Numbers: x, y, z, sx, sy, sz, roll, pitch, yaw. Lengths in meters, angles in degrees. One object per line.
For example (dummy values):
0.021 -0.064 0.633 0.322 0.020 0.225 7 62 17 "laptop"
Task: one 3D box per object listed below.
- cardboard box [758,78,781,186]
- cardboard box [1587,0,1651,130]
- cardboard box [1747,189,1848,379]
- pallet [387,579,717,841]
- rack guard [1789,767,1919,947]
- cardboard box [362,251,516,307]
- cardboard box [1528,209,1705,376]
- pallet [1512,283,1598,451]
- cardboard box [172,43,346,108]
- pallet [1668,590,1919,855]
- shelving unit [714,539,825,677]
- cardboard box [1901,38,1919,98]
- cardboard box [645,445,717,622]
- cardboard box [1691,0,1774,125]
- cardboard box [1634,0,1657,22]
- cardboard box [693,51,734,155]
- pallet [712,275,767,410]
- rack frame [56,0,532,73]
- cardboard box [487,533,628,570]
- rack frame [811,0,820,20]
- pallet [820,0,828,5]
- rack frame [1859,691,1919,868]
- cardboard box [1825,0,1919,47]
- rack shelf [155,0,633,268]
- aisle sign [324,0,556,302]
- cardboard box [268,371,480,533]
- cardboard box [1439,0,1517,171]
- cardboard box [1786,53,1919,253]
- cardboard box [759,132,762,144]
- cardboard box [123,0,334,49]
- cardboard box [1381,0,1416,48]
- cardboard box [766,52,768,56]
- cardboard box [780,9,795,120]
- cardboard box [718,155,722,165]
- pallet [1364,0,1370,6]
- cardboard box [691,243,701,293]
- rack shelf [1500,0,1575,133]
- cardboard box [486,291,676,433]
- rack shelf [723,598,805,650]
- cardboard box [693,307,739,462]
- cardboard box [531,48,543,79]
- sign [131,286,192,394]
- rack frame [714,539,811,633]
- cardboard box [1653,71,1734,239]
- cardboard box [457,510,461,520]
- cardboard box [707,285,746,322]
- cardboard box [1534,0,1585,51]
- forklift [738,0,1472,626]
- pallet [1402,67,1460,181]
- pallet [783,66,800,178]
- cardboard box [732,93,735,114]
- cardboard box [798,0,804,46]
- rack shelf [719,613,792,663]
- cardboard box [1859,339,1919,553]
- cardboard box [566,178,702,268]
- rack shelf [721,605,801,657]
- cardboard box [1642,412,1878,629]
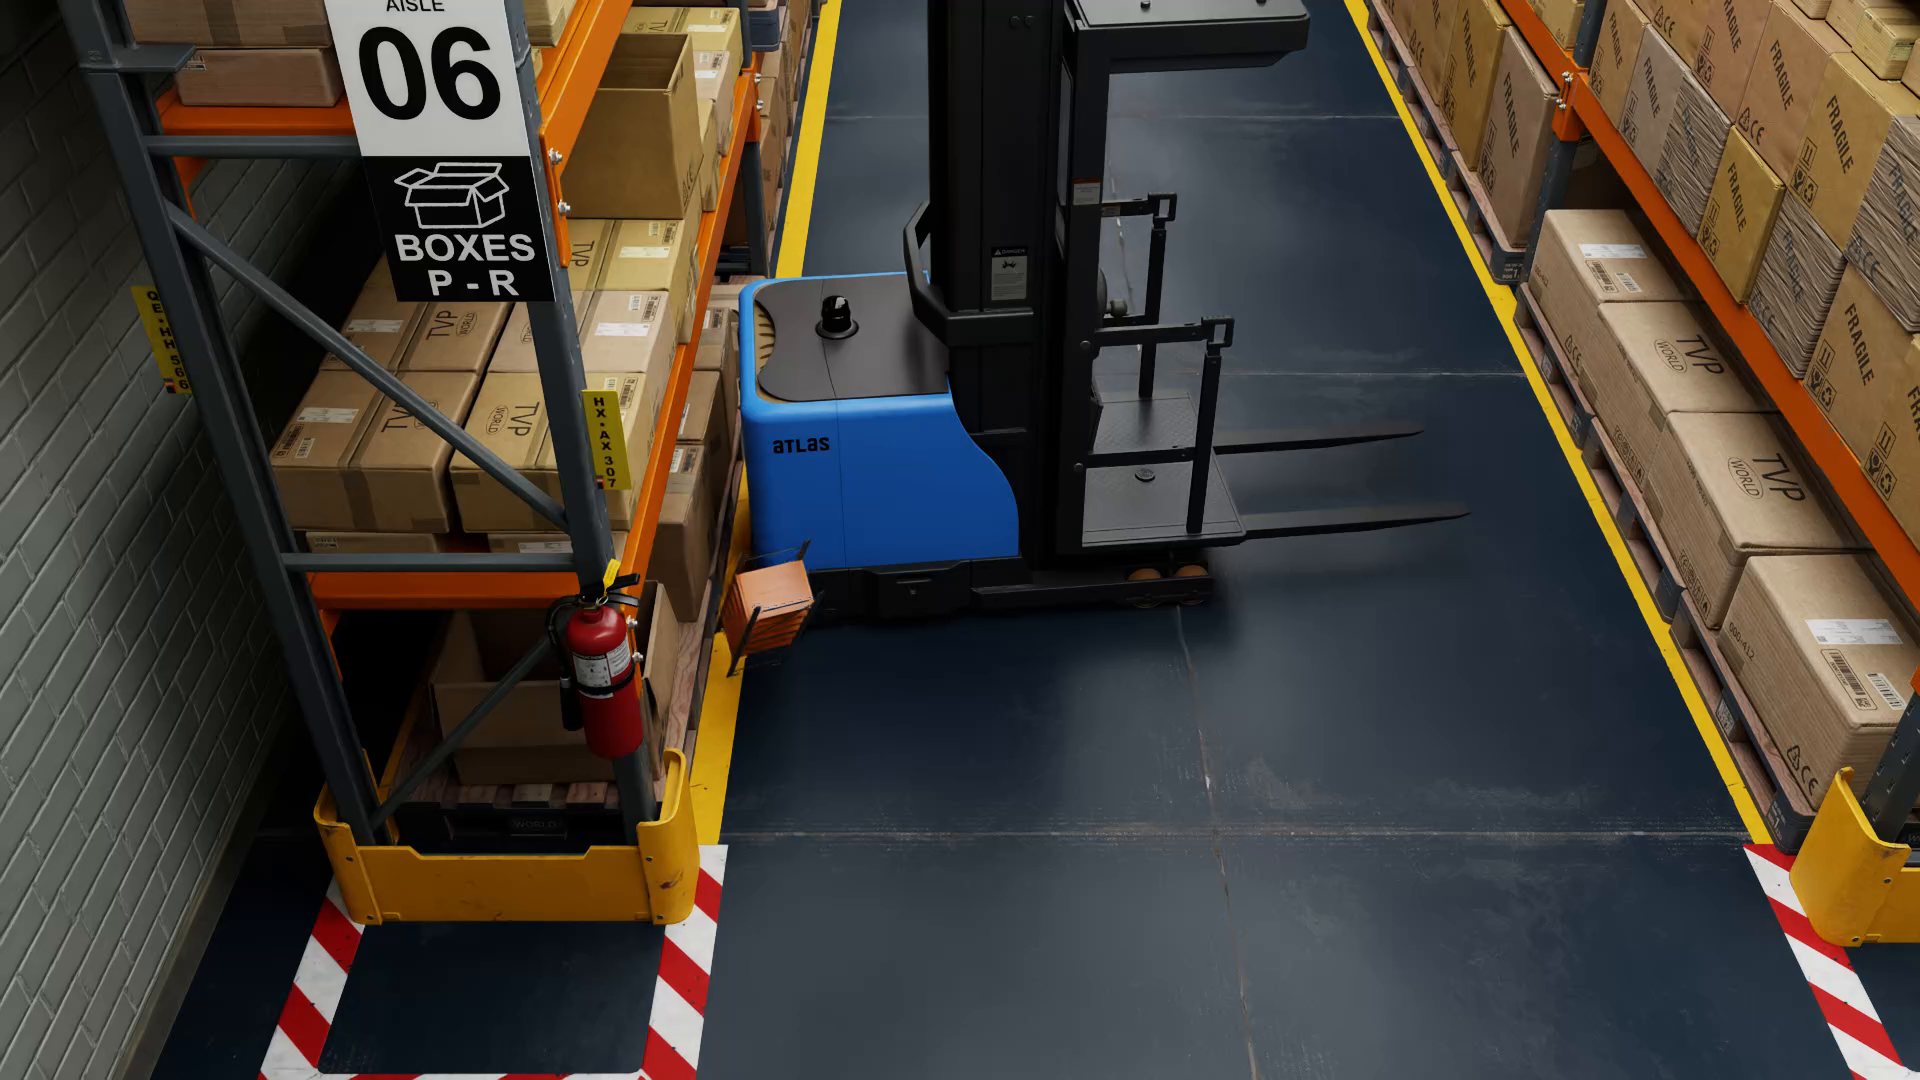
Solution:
-1.289 -2.255 9.328 0.500 0.500 0.500 -1 39 -1 "cardboard box"
3.200 -2.182 7.494 0.500 0.500 0.500 1 39 1 "cardboard box"
3.204 -0.911 5.908 0.500 0.500 0.500 1 39 1 "cardboard box"
-1.500 0.613 6.317 1.003 0.211 1.213 0 39 0 "pallet"
3.466 1.055 5.534 1.175 0.500 0.348 0 39 0 "rack guard"
-1.759 -0.906 5.865 0.500 0.250 0.500 1 39 1 "cardboard box"
3.354 -1.208 8.072 0.875 0.438 0.875 -1 39 -1 "cardboard box"
3.384 -0.873 8.170 1.003 0.211 1.213 0 39 0 "pallet"
-1.730 -1.202 4.153 0.380 0.149 0.250 1 39 1 "cardboard box"
3.386 0.653 6.266 1.003 0.211 1.213 0 39 0 "pallet"
-0.711 0.269 6.054 0.258 1.200 0.189 -13 78 -16 "shelving unit"
3.267 -1.483 5.304 0.380 0.149 0.250 0 39 0 "cardboard box"
-1.366 -0.035 6.558 0.700 0.500 0.500 1 39 2 "cardboard box"
3.203 -1.932 6.382 0.500 0.500 0.500 1 39 1 "cardboard box"
3.219 -2.568 7.176 0.500 0.500 0.500 0 39 0 "cardboard box"
-1.243 -1.857 7.050 0.500 0.250 0.500 0 39 0 "cardboard box"
-1.503 -0.913 8.221 1.003 0.211 1.213 0 39 0 "pallet"
-1.498 -2.270 2.887 1.000 3.000 0.127 0 39 0 "rack frame"
-1.224 -0.037 5.099 0.380 0.149 0.250 0 39 0 "cardboard box"
-1.507 -4.932 11.006 1.000 3.000 0.127 0 39 0 "rack frame"
-1.469 -4.359 12.520 1.003 0.211 1.213 0 39 0 "pallet"
3.465 0.065 4.771 1.000 3.000 0.127 0 39 0 "rack frame"
3.227 -1.804 5.704 0.380 0.149 0.250 1 39 1 "cardboard box"
-1.500 -2.070 5.611 1.077 0.370 4.000 0 39 0 "rack shelf"
-1.204 -0.901 3.897 0.394 0.787 0.004 0 39 0 "aisle sign"
-1.764 -0.274 5.076 0.500 0.250 0.500 1 39 1 "cardboard box"
3.371 -2.724 9.614 0.875 0.875 0.875 1 39 1 "cardboard box"
3.200 -1.302 5.596 0.500 0.500 0.500 0 39 0 "cardboard box"
-1.237 -2.097 8.612 0.380 0.149 0.250 2 39 2 "cardboard box"
-1.771 -1.435 4.126 0.500 0.250 0.500 -1 39 -1 "cardboard box"
3.374 -3.841 11.007 0.875 0.875 0.875 0 39 0 "cardboard box"
-1.301 -2.913 9.631 0.380 0.149 0.250 1 39 2 "cardboard box"
-1.279 -2.891 10.122 0.500 0.500 0.500 -1 39 -2 "cardboard box"
-1.230 -1.644 7.104 0.380 0.149 0.250 1 39 1 "cardboard box"
3.457 -4.339 12.495 1.003 0.211 1.213 0 39 0 "pallet"
-1.197 -1.007 6.309 0.380 0.149 0.250 1 39 1 "cardboard box"
3.459 -3.407 9.678 1.077 0.370 4.000 0 39 0 "rack shelf"
-1.230 -0.586 5.465 0.500 0.250 0.500 0 39 0 "cardboard box"
-0.720 0.281 6.096 0.258 0.103 0.180 -13 78 -16 "rack shelf"
-1.367 -0.684 7.368 0.700 0.500 0.500 -1 39 -2 "cardboard box"
-1.266 -1.201 4.153 0.380 0.149 0.250 1 39 1 "cardboard box"
-2.053 -0.517 4.317 0.100 0.325 0.005 0 39 0 "sign"
-0.736 0.183 6.073 0.240 1.200 0.006 -13 78 -16 "rack frame"
3.190 -1.556 6.713 0.500 0.500 0.500 0 39 0 "cardboard box"
-1.706 -0.197 5.298 0.380 0.149 0.250 1 39 1 "cardboard box"
-1.208 -1.134 8.210 0.380 0.149 0.250 -1 39 -1 "cardboard box"
3.208 -2.658 8.289 0.500 0.250 0.500 -1 39 -1 "cardboard box"
0.626 -1.188 6.388 3.031 2.935 1.130 -4 39 -5 "forklift"
3.380 -2.596 10.320 1.003 0.211 1.213 0 39 0 "pallet"
-1.546 -2.616 10.346 1.003 0.211 1.213 0 39 0 "pallet"
-1.228 -1.971 7.511 0.380 0.149 0.250 1 39 1 "cardboard box"
-1.302 -3.543 10.936 0.500 0.500 0.500 -1 39 -1 "cardboard box"
-0.771 0.344 6.322 0.258 0.103 0.180 -13 78 -16 "rack shelf"
3.200 -0.276 5.115 0.500 0.500 0.500 0 39 0 "cardboard box"
-1.256 -1.223 6.259 0.500 0.250 0.500 -1 39 -1 "cardboard box"
-0.745 0.312 6.209 0.258 0.103 0.180 -13 78 -16 "rack shelf"
3.355 -0.084 6.670 0.875 0.438 0.875 1 39 1 "cardboard box"
